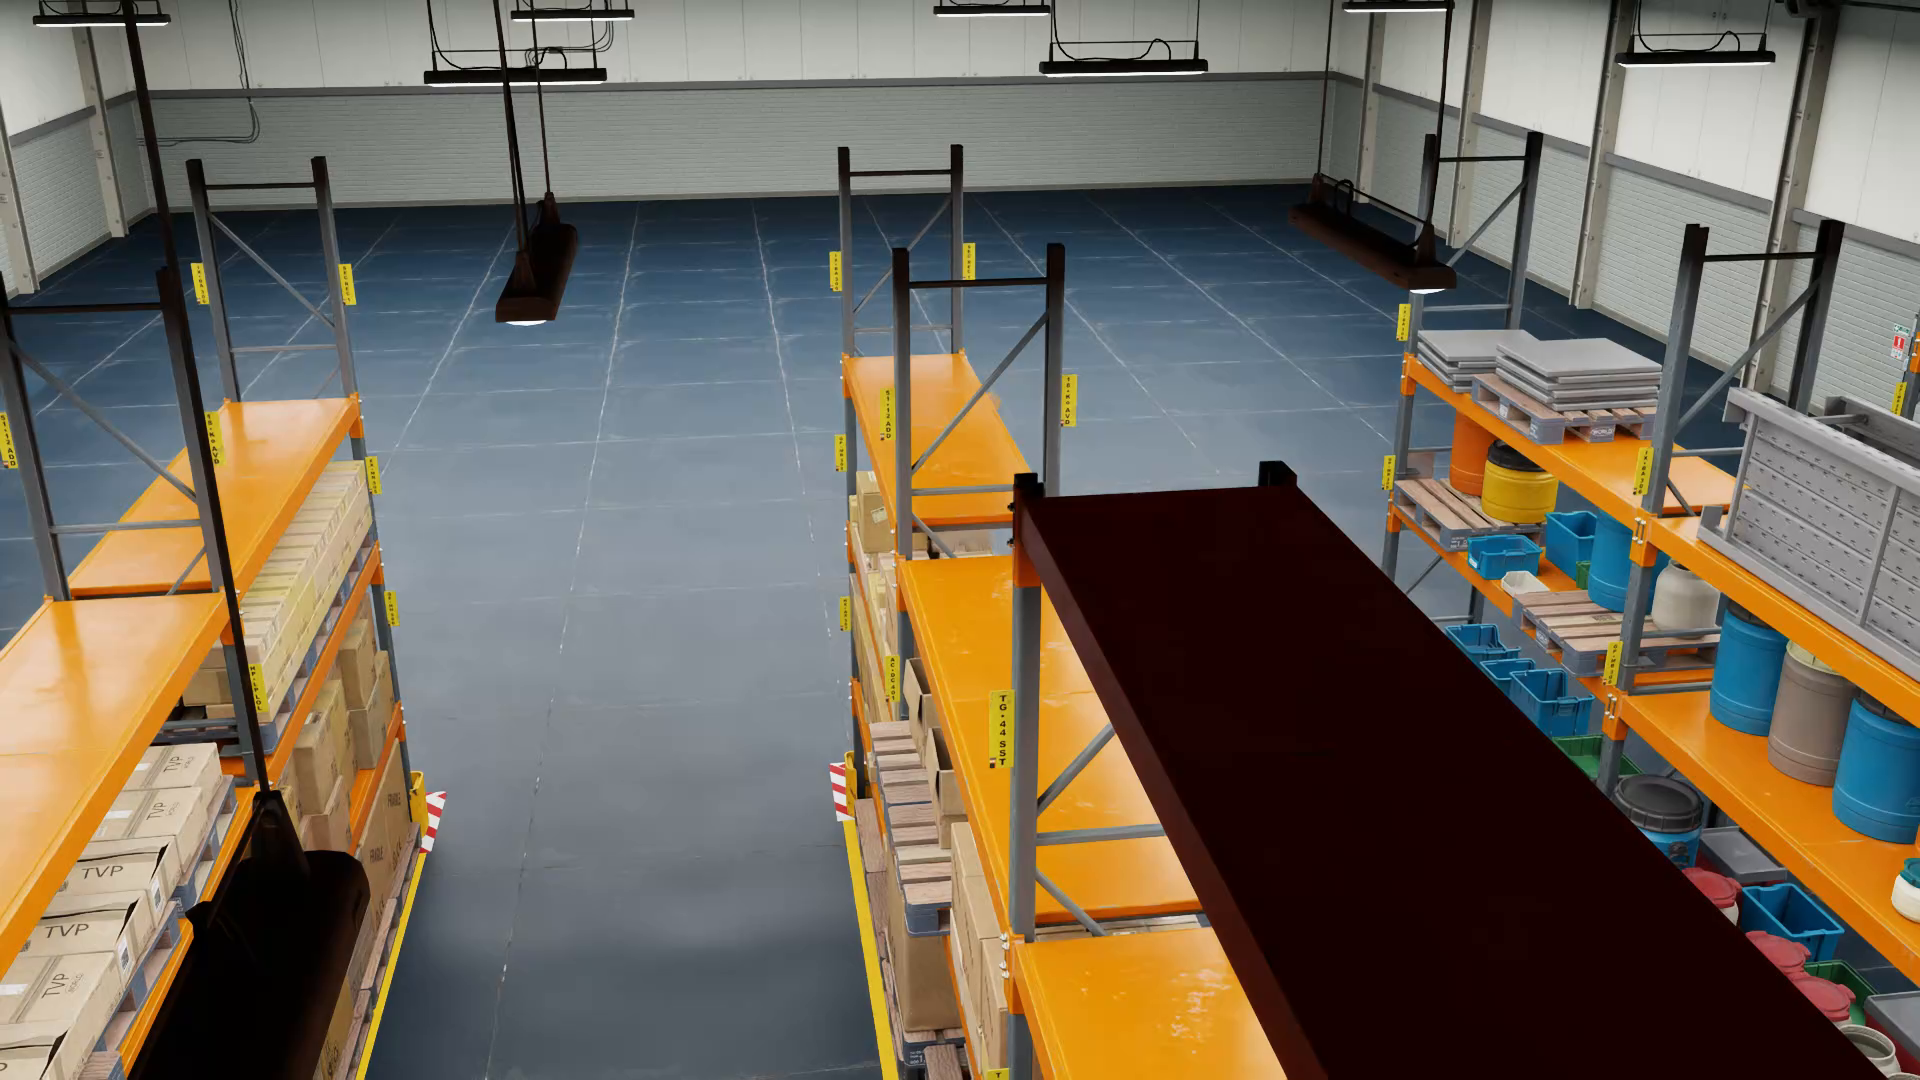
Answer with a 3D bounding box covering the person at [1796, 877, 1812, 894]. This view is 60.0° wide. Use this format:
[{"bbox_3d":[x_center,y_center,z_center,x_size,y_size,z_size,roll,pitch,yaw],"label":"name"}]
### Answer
[{"bbox_3d":[6.825,2.272,13.738,0.527,1.620,0.680,-14,26,-32],"label":"person"}]
